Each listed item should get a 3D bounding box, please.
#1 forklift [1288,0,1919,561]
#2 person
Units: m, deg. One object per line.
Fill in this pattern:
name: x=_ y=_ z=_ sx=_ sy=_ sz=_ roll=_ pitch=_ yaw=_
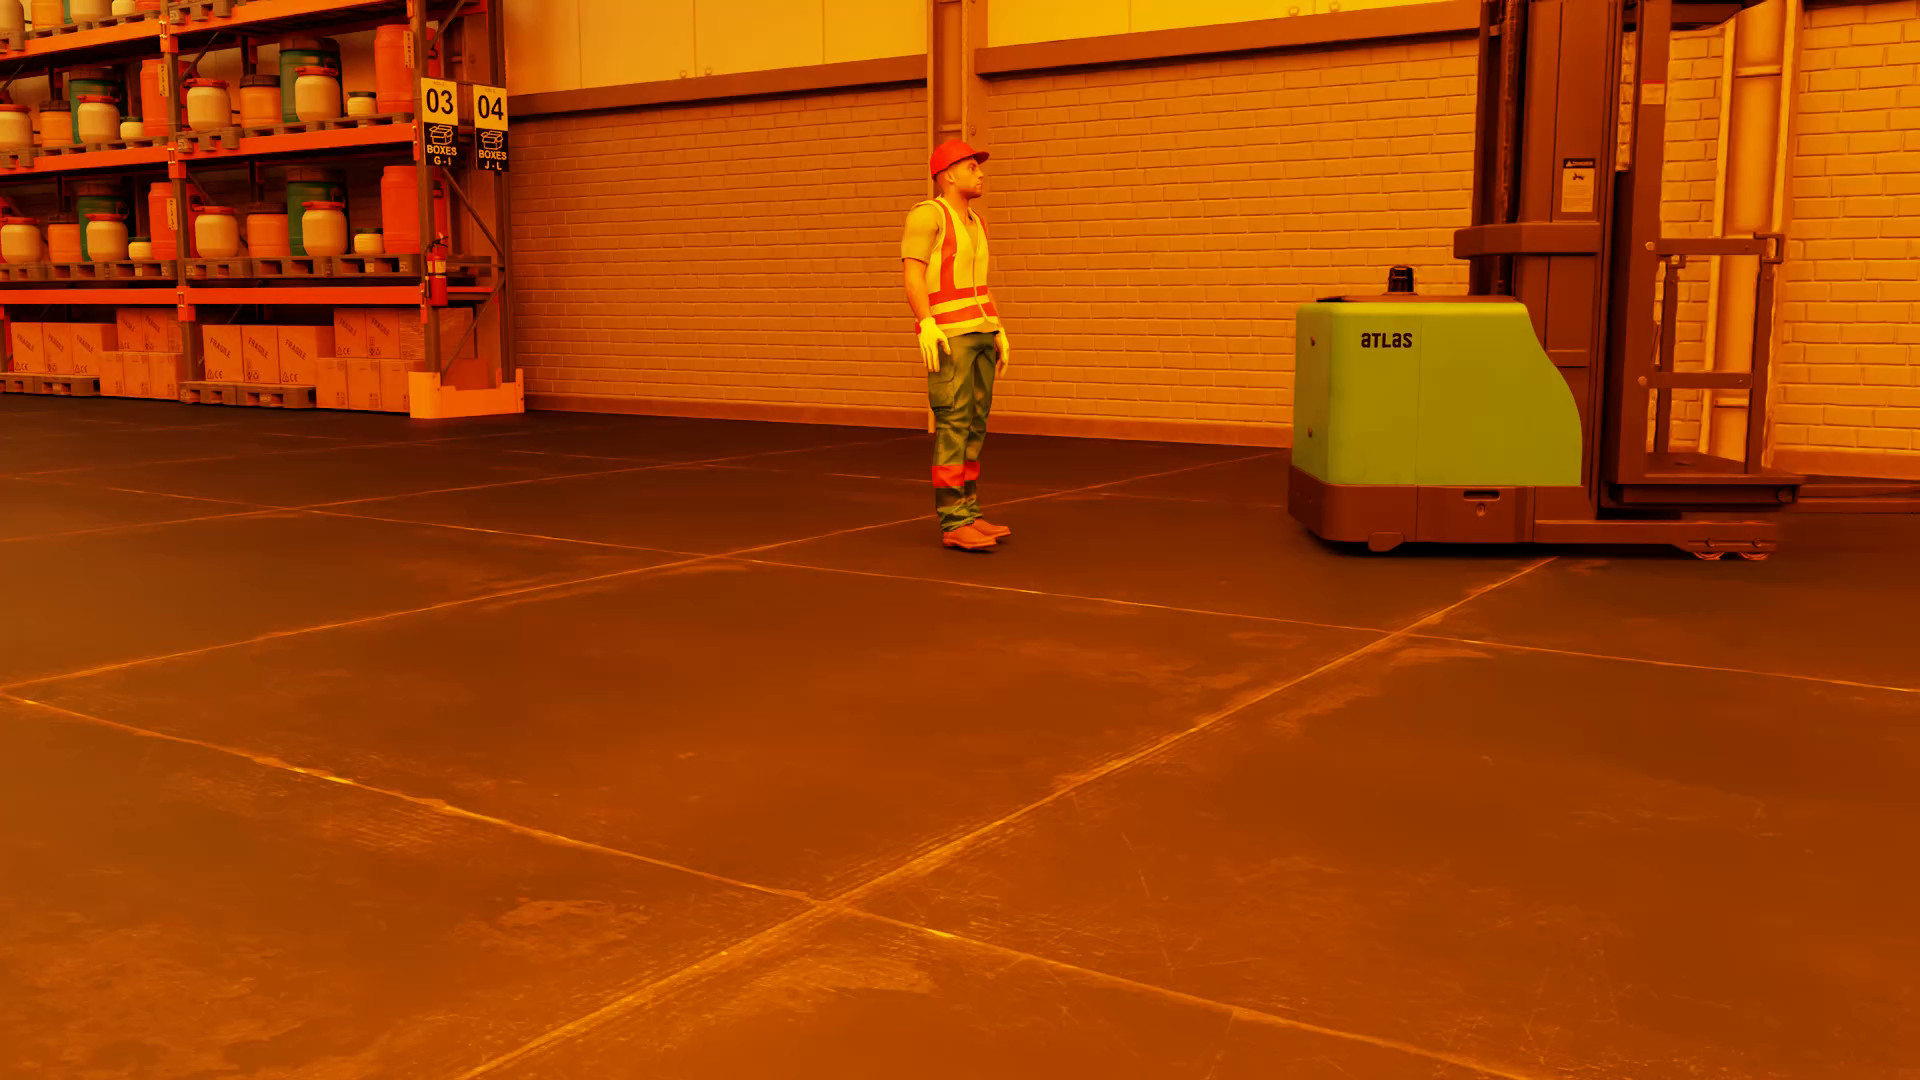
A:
forklift: x=3.077 y=-1.440 z=7.322 sx=3.031 sy=2.935 sz=1.130 roll=0 pitch=8 yaw=2
person: x=0.060 y=-0.885 z=7.423 sx=0.564 sy=1.787 sz=0.638 roll=5 pitch=10 yaw=34
